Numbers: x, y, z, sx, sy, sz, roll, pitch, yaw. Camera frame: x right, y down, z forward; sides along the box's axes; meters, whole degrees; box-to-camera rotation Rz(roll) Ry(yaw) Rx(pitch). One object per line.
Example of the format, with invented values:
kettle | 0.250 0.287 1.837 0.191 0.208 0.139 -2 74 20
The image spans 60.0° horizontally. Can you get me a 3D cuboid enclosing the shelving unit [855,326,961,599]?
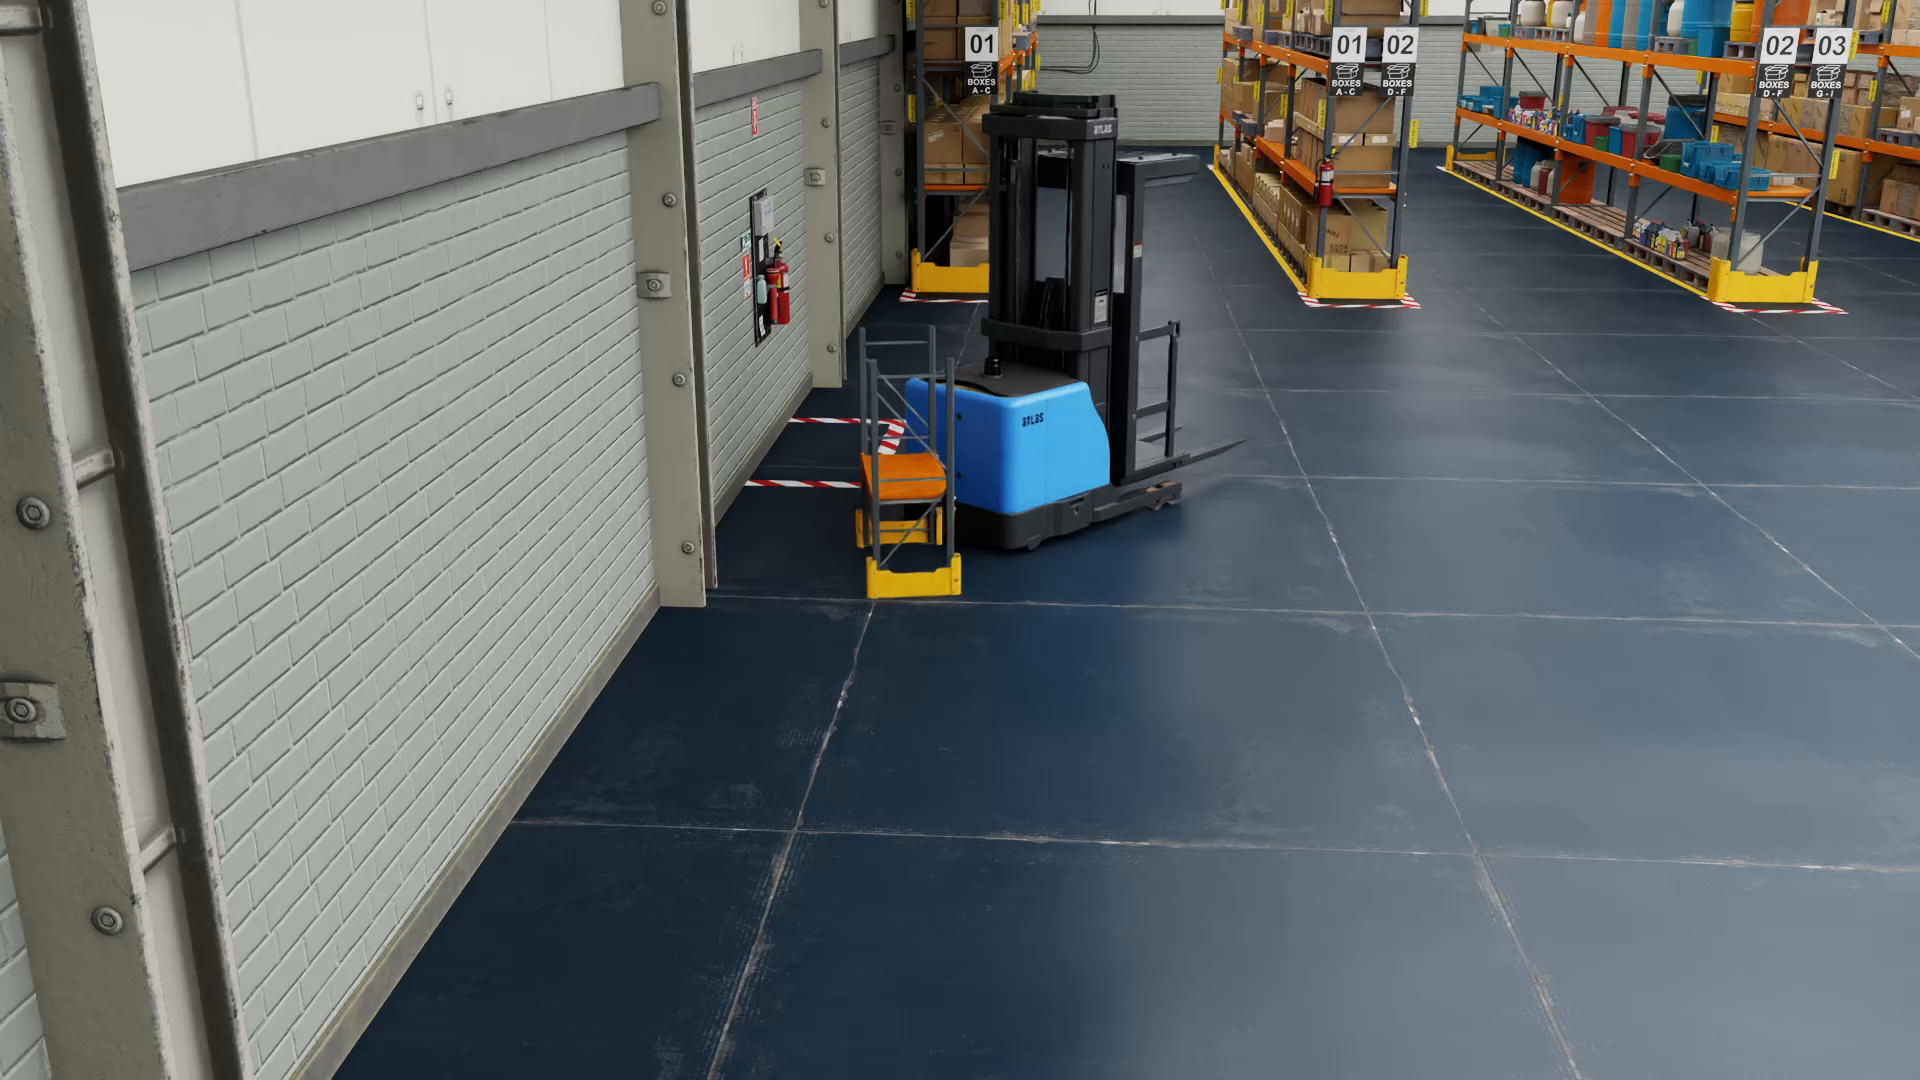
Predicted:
shelving unit | -0.351 -0.523 10.611 0.587 1.500 1.083 -2 18 -7

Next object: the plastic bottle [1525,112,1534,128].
plastic bottle | 10.213 -7.522 29.761 0.152 0.276 0.135 1 18 4

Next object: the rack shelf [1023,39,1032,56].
rack shelf | 0.684 -8.759 29.676 1.077 0.370 4.000 1 18 4

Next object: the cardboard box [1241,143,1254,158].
cardboard box | 5.419 -7.110 30.407 0.500 0.250 0.500 1 18 4

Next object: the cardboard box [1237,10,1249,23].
cardboard box | 5.533 -9.936 31.551 0.500 0.250 0.500 1 18 4

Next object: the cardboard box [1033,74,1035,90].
cardboard box | 1.047 -9.297 34.497 0.980 0.700 0.700 1 18 3

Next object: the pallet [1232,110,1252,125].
pallet | 5.603 -7.851 30.873 1.003 0.211 1.213 1 18 4

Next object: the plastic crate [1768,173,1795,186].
plastic crate | 10.234 -4.494 20.745 0.298 0.136 0.250 1 18 4

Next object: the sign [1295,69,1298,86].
sign | 6.323 -8.726 31.378 0.100 0.325 0.005 1 18 4

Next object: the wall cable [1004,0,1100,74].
wall cable | 1.876 -12.663 40.604 3.097 2.526 0.112 1 18 4

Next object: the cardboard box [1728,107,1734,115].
cardboard box | 15.473 -8.508 32.973 0.380 0.149 0.250 1 18 3

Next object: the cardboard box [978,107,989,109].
cardboard box | 0.499 -5.798 23.305 0.500 0.500 0.500 1 18 4

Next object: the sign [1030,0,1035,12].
sign | 1.370 -10.109 31.302 0.100 0.325 0.005 1 18 4

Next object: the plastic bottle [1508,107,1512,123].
plastic bottle | 10.257 -7.916 30.952 0.061 0.283 0.133 1 18 4

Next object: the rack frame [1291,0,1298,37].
rack frame | 5.195 -8.554 23.076 1.000 3.000 0.127 1 18 4

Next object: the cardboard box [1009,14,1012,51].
cardboard box | 0.464 -7.132 23.360 0.500 0.500 0.500 2 18 5

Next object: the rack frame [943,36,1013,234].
rack frame | 0.254 -5.812 24.344 1.000 3.000 0.127 1 18 4

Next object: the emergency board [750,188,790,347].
emergency board | -1.491 -2.177 13.248 0.194 1.169 0.643 1 18 4

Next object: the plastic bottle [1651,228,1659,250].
plastic bottle | 9.597 -4.159 22.954 0.061 0.283 0.133 2 18 6

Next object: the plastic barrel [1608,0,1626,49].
plastic barrel | 10.049 -7.824 24.861 0.600 0.901 0.708 1 18 4

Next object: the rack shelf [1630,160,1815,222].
rack shelf | 9.992 -4.628 21.885 1.077 0.370 4.000 1 18 4

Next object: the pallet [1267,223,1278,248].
pallet | 5.209 -4.608 25.145 1.003 0.211 1.213 1 18 4

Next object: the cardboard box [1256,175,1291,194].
cardboard box | 5.122 -5.785 27.102 0.500 0.311 0.500 1 18 3

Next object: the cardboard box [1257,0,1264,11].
cardboard box | 5.566 -9.338 29.292 0.600 0.600 0.600 1 18 2

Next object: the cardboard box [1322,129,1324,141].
cardboard box | 4.781 -5.100 20.968 0.380 0.149 0.250 1 18 3

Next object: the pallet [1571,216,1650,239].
pallet | 10.238 -4.891 26.010 1.003 0.211 1.213 1 18 4

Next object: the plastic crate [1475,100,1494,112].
plastic crate | 10.534 -8.696 33.316 0.416 0.233 0.300 1 18 4

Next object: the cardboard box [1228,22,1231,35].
cardboard box | 5.682 -10.320 33.524 0.500 0.250 0.500 1 18 4

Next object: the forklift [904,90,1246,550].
forklift | 0.983 -1.706 11.921 1.130 2.935 3.031 16 24 41

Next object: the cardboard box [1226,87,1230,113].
cardboard box | 5.653 -8.874 33.527 0.500 0.500 0.500 2 18 5

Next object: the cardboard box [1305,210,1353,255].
cardboard box | 4.650 -3.883 20.993 0.500 0.500 0.500 1 18 4

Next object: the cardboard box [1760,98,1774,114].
cardboard box | 15.419 -8.178 31.328 0.500 0.250 0.500 1 18 3

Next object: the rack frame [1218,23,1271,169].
rack frame | 6.056 -9.430 35.384 1.000 3.000 0.127 1 18 4

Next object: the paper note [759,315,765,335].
paper note | -1.572 -1.705 13.222 0.016 0.148 0.142 1 18 4

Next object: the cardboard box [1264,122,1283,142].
cardboard box | 5.225 -6.629 26.981 0.500 0.311 0.500 1 18 3

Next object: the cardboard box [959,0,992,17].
cardboard box | 0.237 -6.642 20.260 0.500 0.500 0.500 0 18 0

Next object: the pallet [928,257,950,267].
pallet | 0.066 -3.520 21.827 1.003 0.211 1.213 1 18 4

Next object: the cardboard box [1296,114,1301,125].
cardboard box | 4.983 -5.980 23.652 0.380 0.149 0.250 1 18 4

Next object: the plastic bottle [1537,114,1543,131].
plastic bottle | 10.108 -7.268 28.974 0.061 0.283 0.133 1 18 4

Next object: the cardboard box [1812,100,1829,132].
cardboard box | 15.264 -7.403 29.039 0.500 0.500 0.500 2 18 5

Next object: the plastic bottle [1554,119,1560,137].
plastic bottle | 10.026 -6.913 27.891 0.061 0.283 0.133 1 18 4

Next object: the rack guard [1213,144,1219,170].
rack guard | 6.050 -8.218 35.701 1.175 0.500 0.348 1 18 4

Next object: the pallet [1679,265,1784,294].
pallet | 9.871 -3.301 21.157 1.003 0.211 1.213 1 18 4

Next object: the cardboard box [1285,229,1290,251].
cardboard box | 4.778 -4.148 23.007 0.500 0.250 0.500 1 18 4

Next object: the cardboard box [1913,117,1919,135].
cardboard box | 15.013 -6.336 25.508 0.500 0.250 0.500 1 18 2

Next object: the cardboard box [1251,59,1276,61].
cardboard box | 6.263 -9.651 34.293 0.500 0.500 0.500 2 18 5

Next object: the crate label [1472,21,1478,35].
crate label | 10.607 -10.394 33.747 0.408 0.251 0.502 1 18 4

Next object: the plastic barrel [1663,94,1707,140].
plastic barrel | 10.466 -5.943 23.937 0.600 0.901 0.708 1 18 4

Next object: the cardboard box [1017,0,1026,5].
cardboard box | 1.158 -10.470 31.942 0.500 0.500 0.500 1 18 3

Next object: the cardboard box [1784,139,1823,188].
cardboard box | 15.560 -6.678 29.725 1.225 0.875 0.875 1 18 2

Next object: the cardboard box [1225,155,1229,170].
cardboard box | 5.580 -7.535 33.213 0.500 0.311 0.500 1 18 4

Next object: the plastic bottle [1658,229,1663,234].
plastic bottle | 9.677 -4.157 22.968 0.097 0.271 0.097 0 18 0

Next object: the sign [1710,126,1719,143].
sign | 10.684 -5.707 23.578 0.100 0.325 0.005 1 18 4
